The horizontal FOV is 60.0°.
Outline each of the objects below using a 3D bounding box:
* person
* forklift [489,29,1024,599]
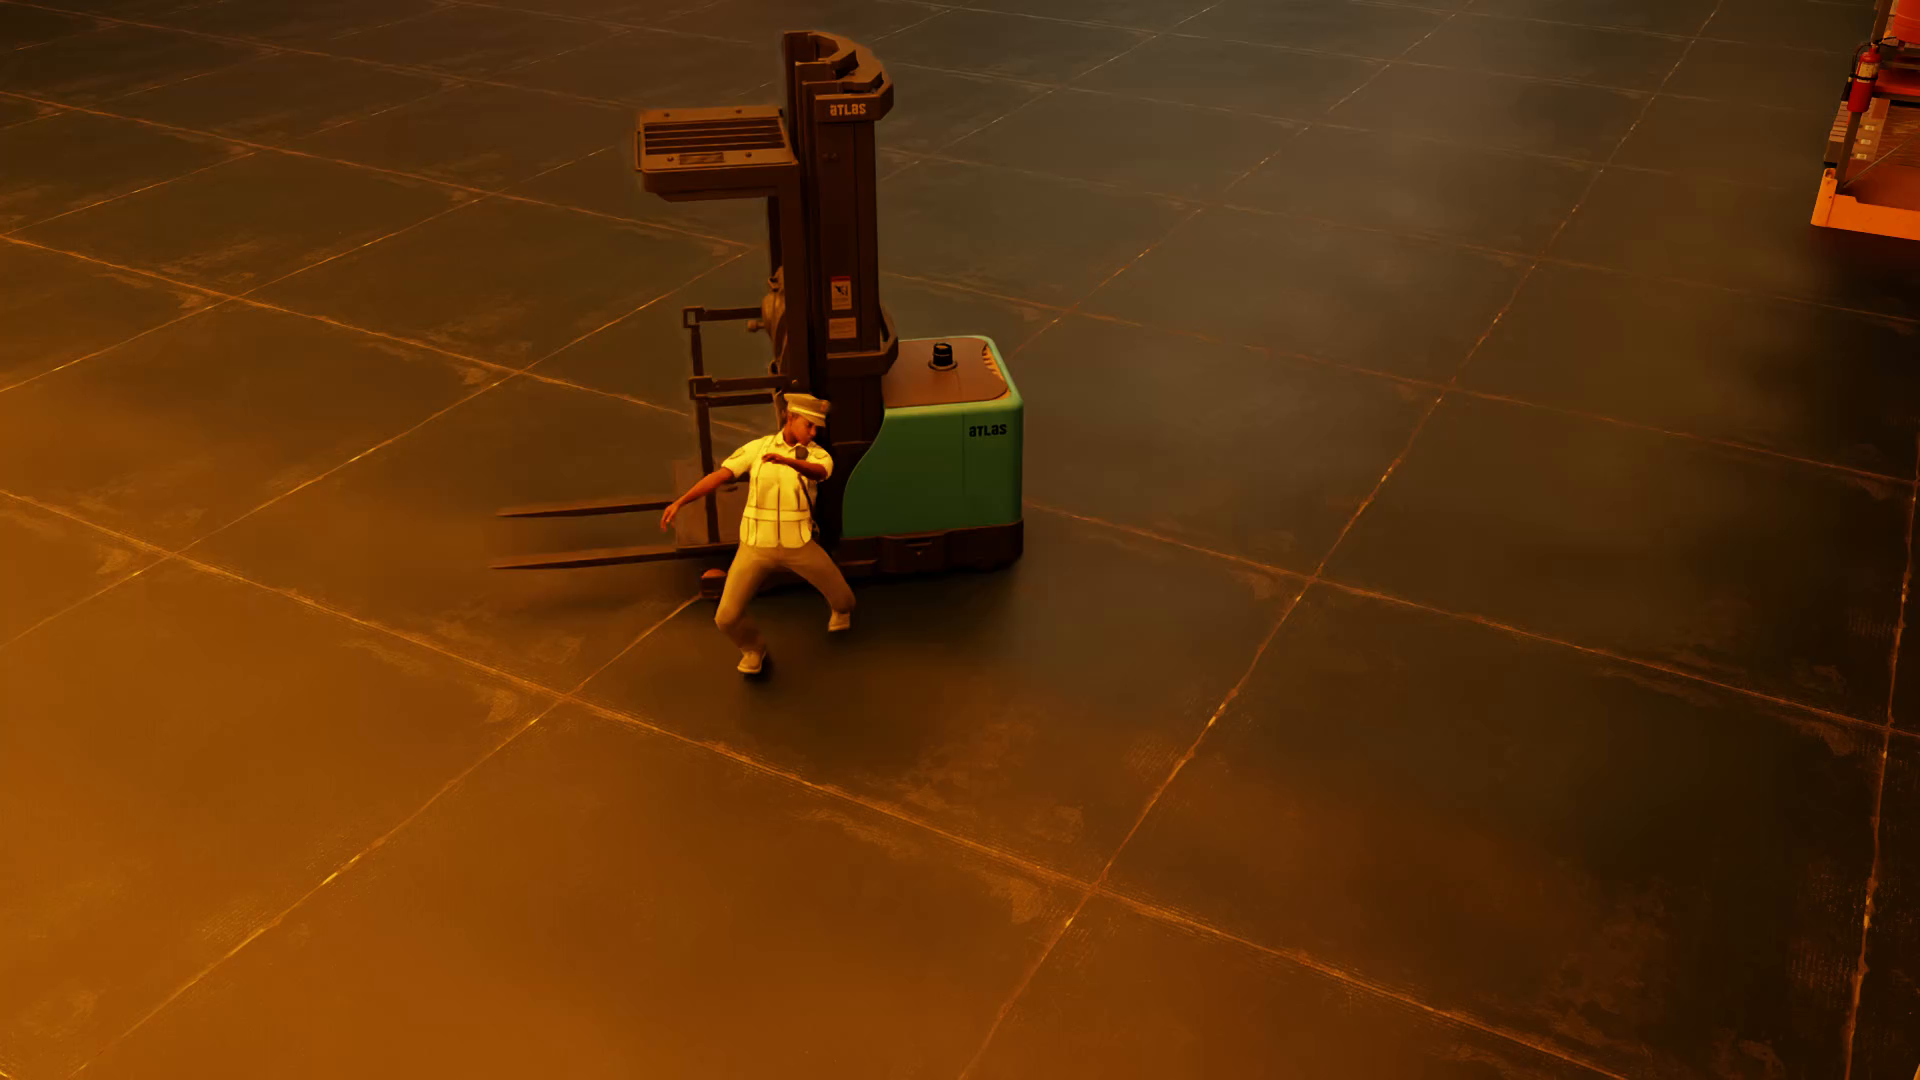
[{"bbox_3d":[-1.021,0.014,8.472,0.967,1.450,0.740,-5,30,-8],"label":"person"},{"bbox_3d":[-1.198,-1.221,9.186,3.031,2.935,1.130,-5,30,-9],"label":"forklift"}]
